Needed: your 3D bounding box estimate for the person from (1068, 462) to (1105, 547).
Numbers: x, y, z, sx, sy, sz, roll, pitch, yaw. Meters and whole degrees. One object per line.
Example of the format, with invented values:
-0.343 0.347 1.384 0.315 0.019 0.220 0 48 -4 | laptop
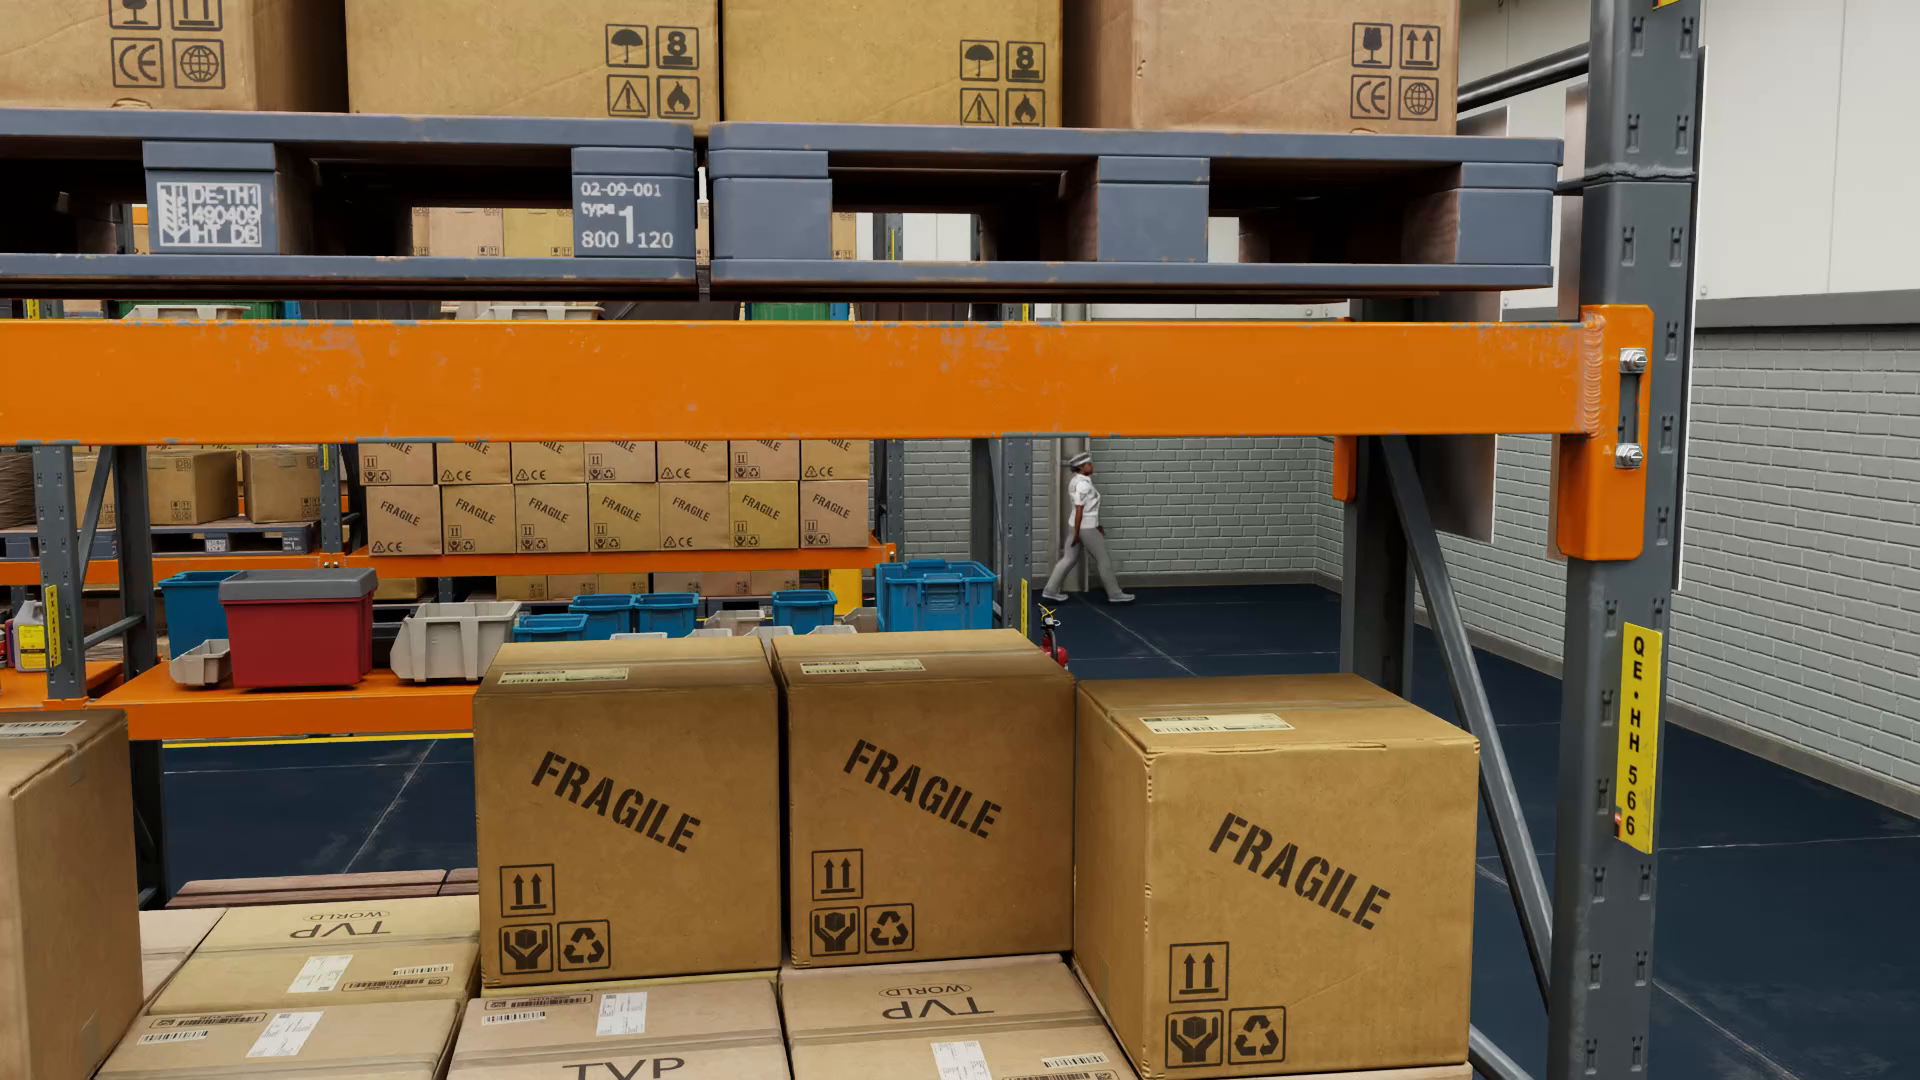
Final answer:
1.385 -0.432 17.891 0.469 0.985 0.450 -1 7 -12 | person
